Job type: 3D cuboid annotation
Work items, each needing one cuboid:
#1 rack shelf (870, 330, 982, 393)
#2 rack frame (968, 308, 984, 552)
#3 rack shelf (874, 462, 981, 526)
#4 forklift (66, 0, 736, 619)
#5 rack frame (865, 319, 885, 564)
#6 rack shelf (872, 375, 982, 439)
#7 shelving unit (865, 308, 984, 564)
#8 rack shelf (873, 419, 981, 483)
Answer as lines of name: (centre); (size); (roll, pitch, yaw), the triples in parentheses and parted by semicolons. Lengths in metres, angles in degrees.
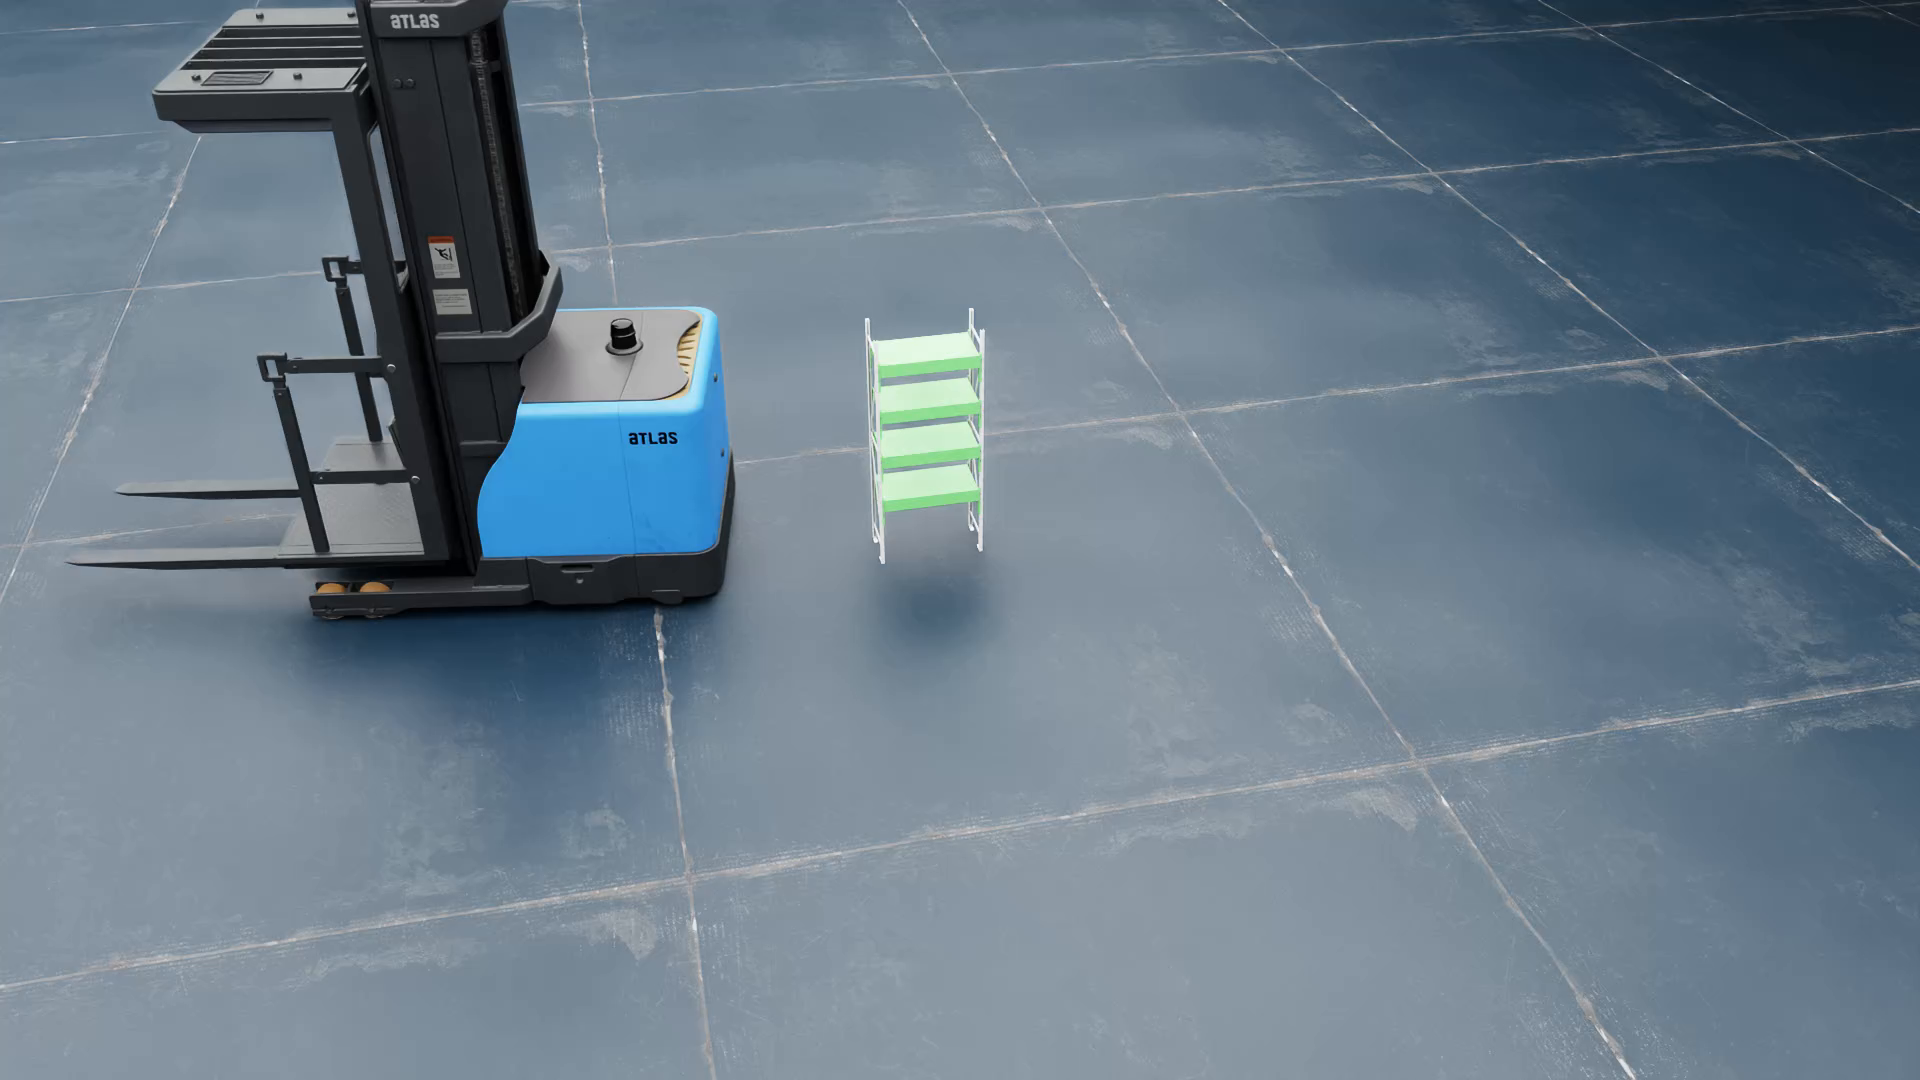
rack shelf: (-0.161, -0.823, 7.653); (0.480, 0.148, 0.258); (-7, 35, -11)
rack frame: (0.077, -0.508, 7.930); (0.015, 1.200, 0.240); (-7, 35, -11)
rack shelf: (-0.161, -0.226, 8.055); (0.480, 0.148, 0.258); (-7, 35, -11)
forklift: (-2.645, -1.152, 7.337); (3.031, 2.935, 1.130); (-1, 34, -2)
rack frame: (-0.399, -0.448, 7.841); (0.015, 1.200, 0.240); (-7, 35, -11)
rack shelf: (-0.161, -0.624, 7.787); (0.480, 0.148, 0.258); (-7, 35, -11)
shelving unit: (-0.161, -0.478, 7.885); (0.503, 1.200, 0.258); (-7, 35, -11)
rack shelf: (-0.161, -0.425, 7.921); (0.480, 0.148, 0.258); (-7, 35, -11)
